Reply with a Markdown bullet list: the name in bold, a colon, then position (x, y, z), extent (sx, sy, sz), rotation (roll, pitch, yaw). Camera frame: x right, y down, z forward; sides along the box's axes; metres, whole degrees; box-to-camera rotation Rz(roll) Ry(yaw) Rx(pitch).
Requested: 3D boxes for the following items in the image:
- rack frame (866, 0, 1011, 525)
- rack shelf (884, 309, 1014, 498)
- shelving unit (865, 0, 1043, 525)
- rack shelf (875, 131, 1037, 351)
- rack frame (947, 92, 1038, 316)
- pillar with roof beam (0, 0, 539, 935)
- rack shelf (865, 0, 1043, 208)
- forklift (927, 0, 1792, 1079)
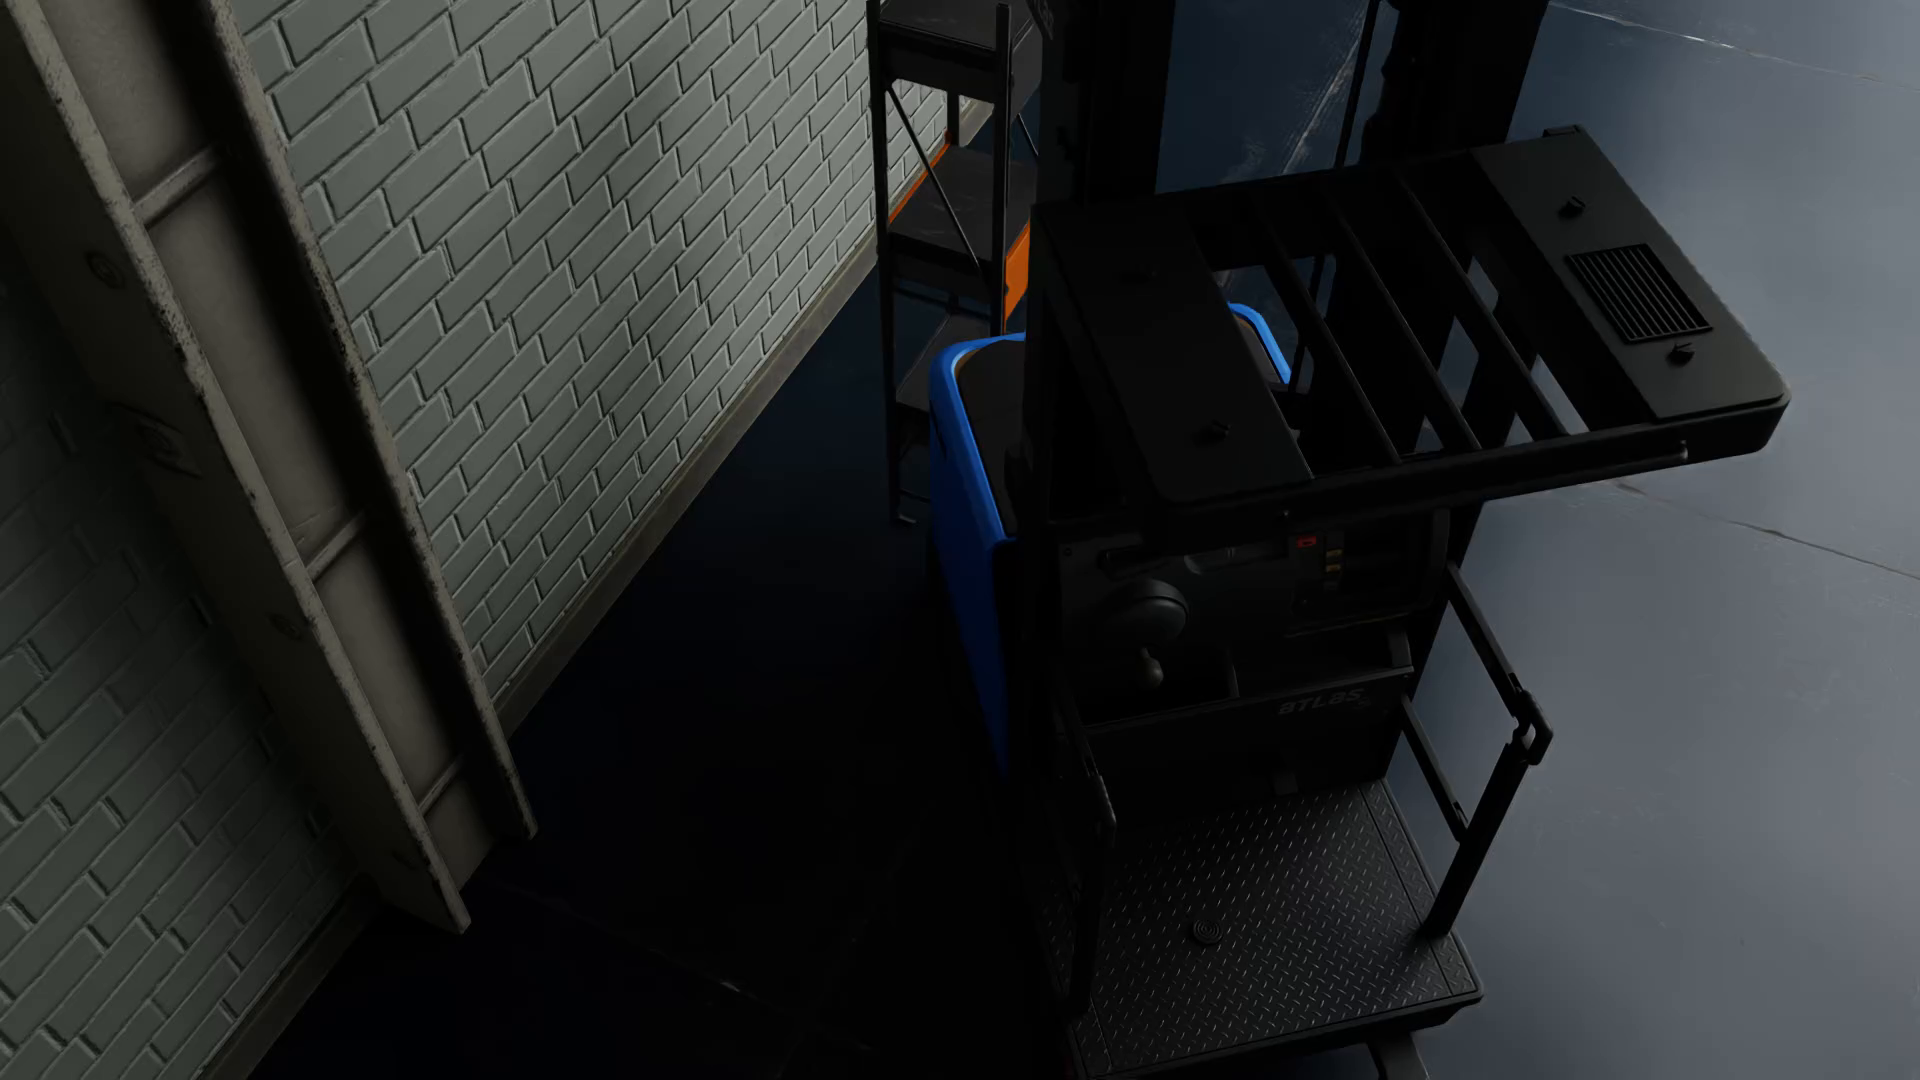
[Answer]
- **rack frame**: position (-0.058, -0.702, 4.969), extent (0.400, 2.100, 0.015), rotation (19, 52, 16)
- **rack shelf**: position (0.044, -0.408, 5.656), extent (0.431, 0.518, 0.480), rotation (19, 52, 16)
- **shelving unit**: position (0.044, -0.871, 5.112), extent (0.431, 2.100, 0.503), rotation (19, 52, 16)
- **rack shelf**: position (0.044, -0.862, 5.123), extent (0.431, 0.518, 0.480), rotation (19, 52, 16)
- **rack frame**: position (0.146, -1.040, 5.256), extent (0.400, 2.100, 0.015), rotation (19, 52, 16)
- **pillar with roof beam**: position (2.402, -0.563, 0.321), extent (9.100, 9.000, 0.400), rotation (20, 52, 16)
- **rack shelf**: position (0.044, -1.316, 4.590), extent (0.431, 0.518, 0.480), rotation (19, 52, 16)
- **forklift**: position (0.723, 0.195, 3.660), extent (1.130, 2.935, 3.031), rotation (-10, 50, -8)
